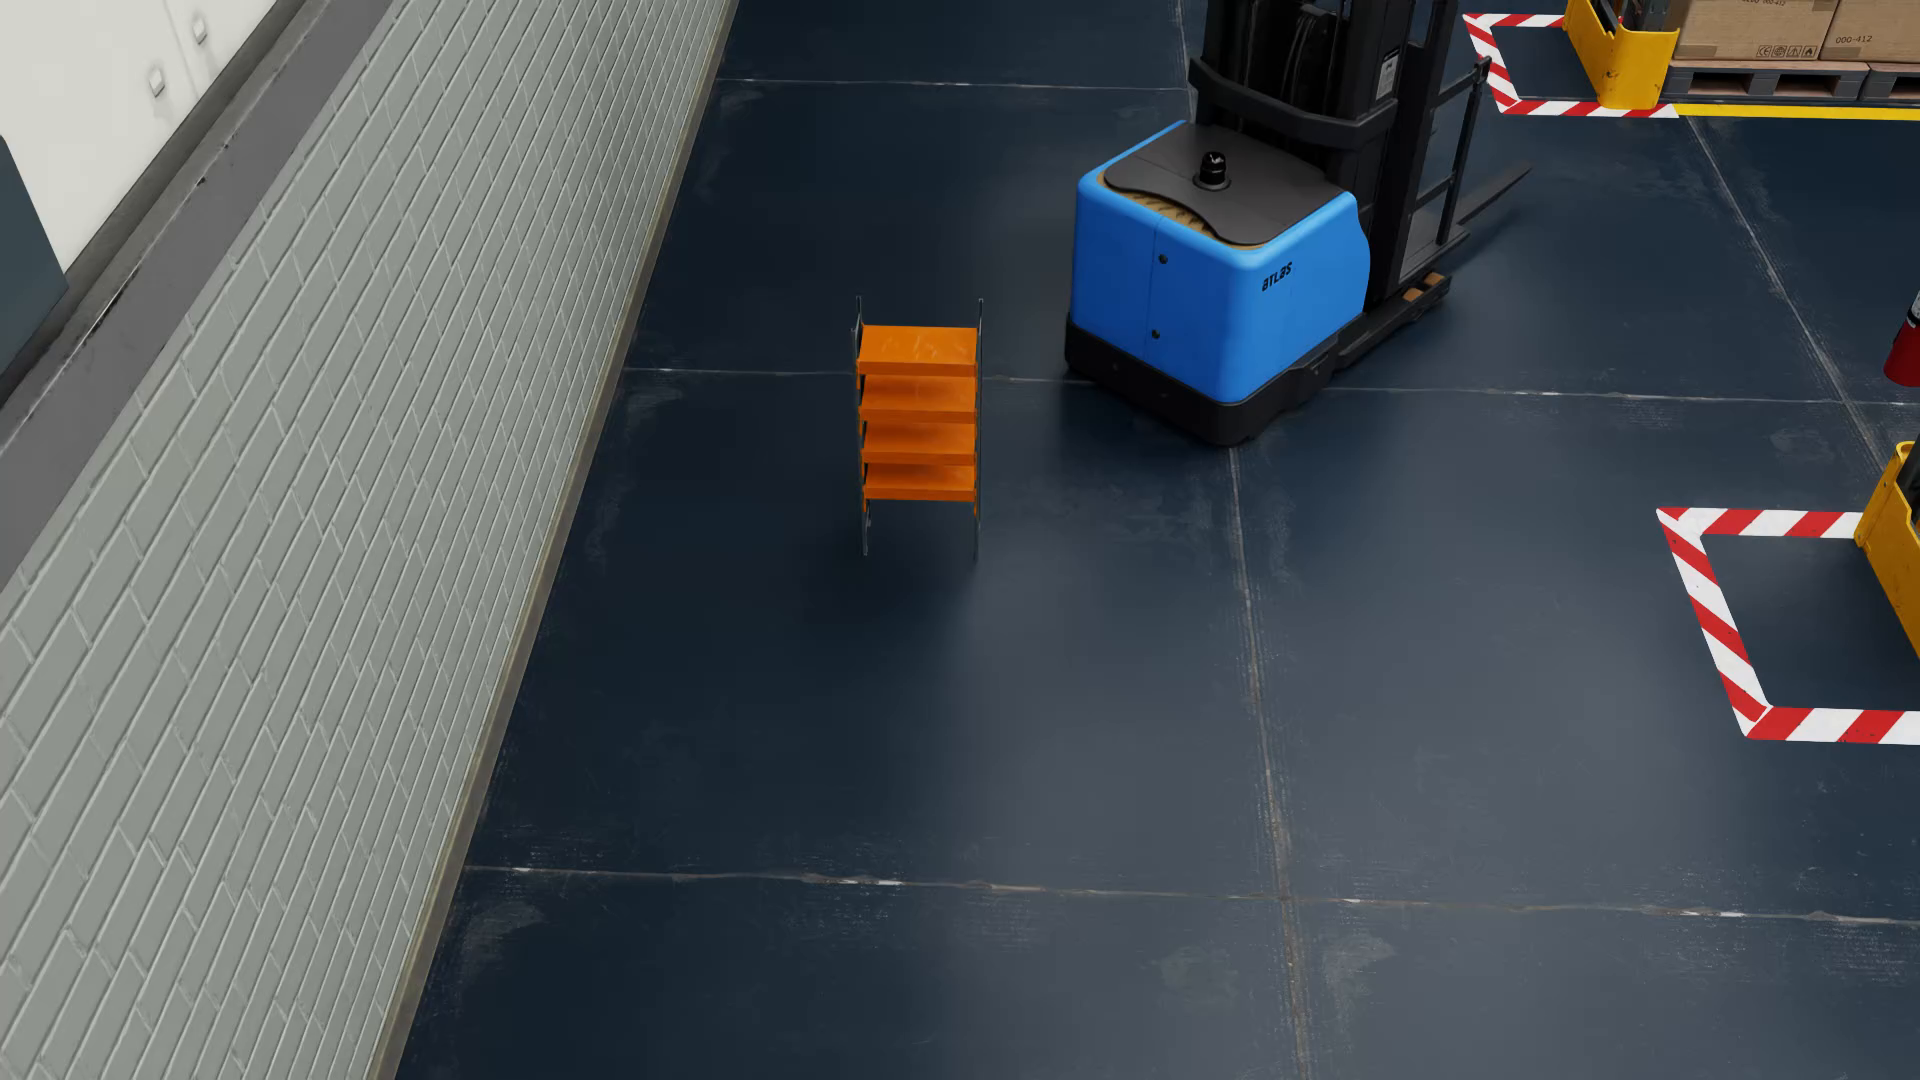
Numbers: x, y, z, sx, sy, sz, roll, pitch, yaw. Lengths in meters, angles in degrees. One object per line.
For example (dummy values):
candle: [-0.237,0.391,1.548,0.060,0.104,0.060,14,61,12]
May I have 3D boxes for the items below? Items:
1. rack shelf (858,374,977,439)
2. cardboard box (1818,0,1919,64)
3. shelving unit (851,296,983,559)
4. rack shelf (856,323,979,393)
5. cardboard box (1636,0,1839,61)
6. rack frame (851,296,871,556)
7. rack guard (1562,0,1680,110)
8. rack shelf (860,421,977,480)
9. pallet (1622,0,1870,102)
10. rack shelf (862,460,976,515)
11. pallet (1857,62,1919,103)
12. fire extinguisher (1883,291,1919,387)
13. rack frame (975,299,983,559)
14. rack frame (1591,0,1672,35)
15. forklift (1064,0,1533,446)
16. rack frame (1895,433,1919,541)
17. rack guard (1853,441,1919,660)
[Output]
rack shelf: [-0.165,-0.559,6.825,0.480,0.148,0.258,2,43,2]
cardboard box: [5.721,-3.365,10.319,0.875,0.438,0.875,3,43,3]
shelving unit: [-0.165,-0.444,6.932,0.503,1.200,0.258,2,43,2]
rack shelf: [-0.165,-0.732,6.664,0.480,0.148,0.258,2,43,2]
cardboard box: [4.807,-3.388,10.343,0.875,0.438,0.875,0,43,0]
rack frame: [-0.409,-0.452,6.940,0.015,1.200,0.240,2,43,2]
rack guard: [4.119,-3.210,10.414,0.348,0.500,1.175,2,43,2]
rack shelf: [-0.165,-0.395,6.978,0.480,0.148,0.258,2,43,2]
pallet: [4.945,-3.132,10.543,1.213,0.211,1.003,2,43,2]
rack shelf: [-0.165,-0.250,7.113,0.480,0.148,0.258,2,43,2]
pallet: [6.161,-3.093,10.500,1.213,0.211,1.003,2,43,2]
fire extinguisher: [3.790,-0.907,6.439,0.183,0.674,0.296,2,43,2]
rack frame: [0.078,-0.437,6.924,0.015,1.200,0.240,2,43,2]
rack frame: [4.143,-4.124,9.561,0.127,3.000,1.000,2,43,2]
forklift: [1.899,-2.417,7.779,1.130,2.935,3.031,33,52,30]
rack frame: [4.021,-0.750,5.940,0.127,3.000,1.000,2,43,2]
rack guard: [4.097,0.167,6.789,0.348,0.500,1.175,2,43,2]
